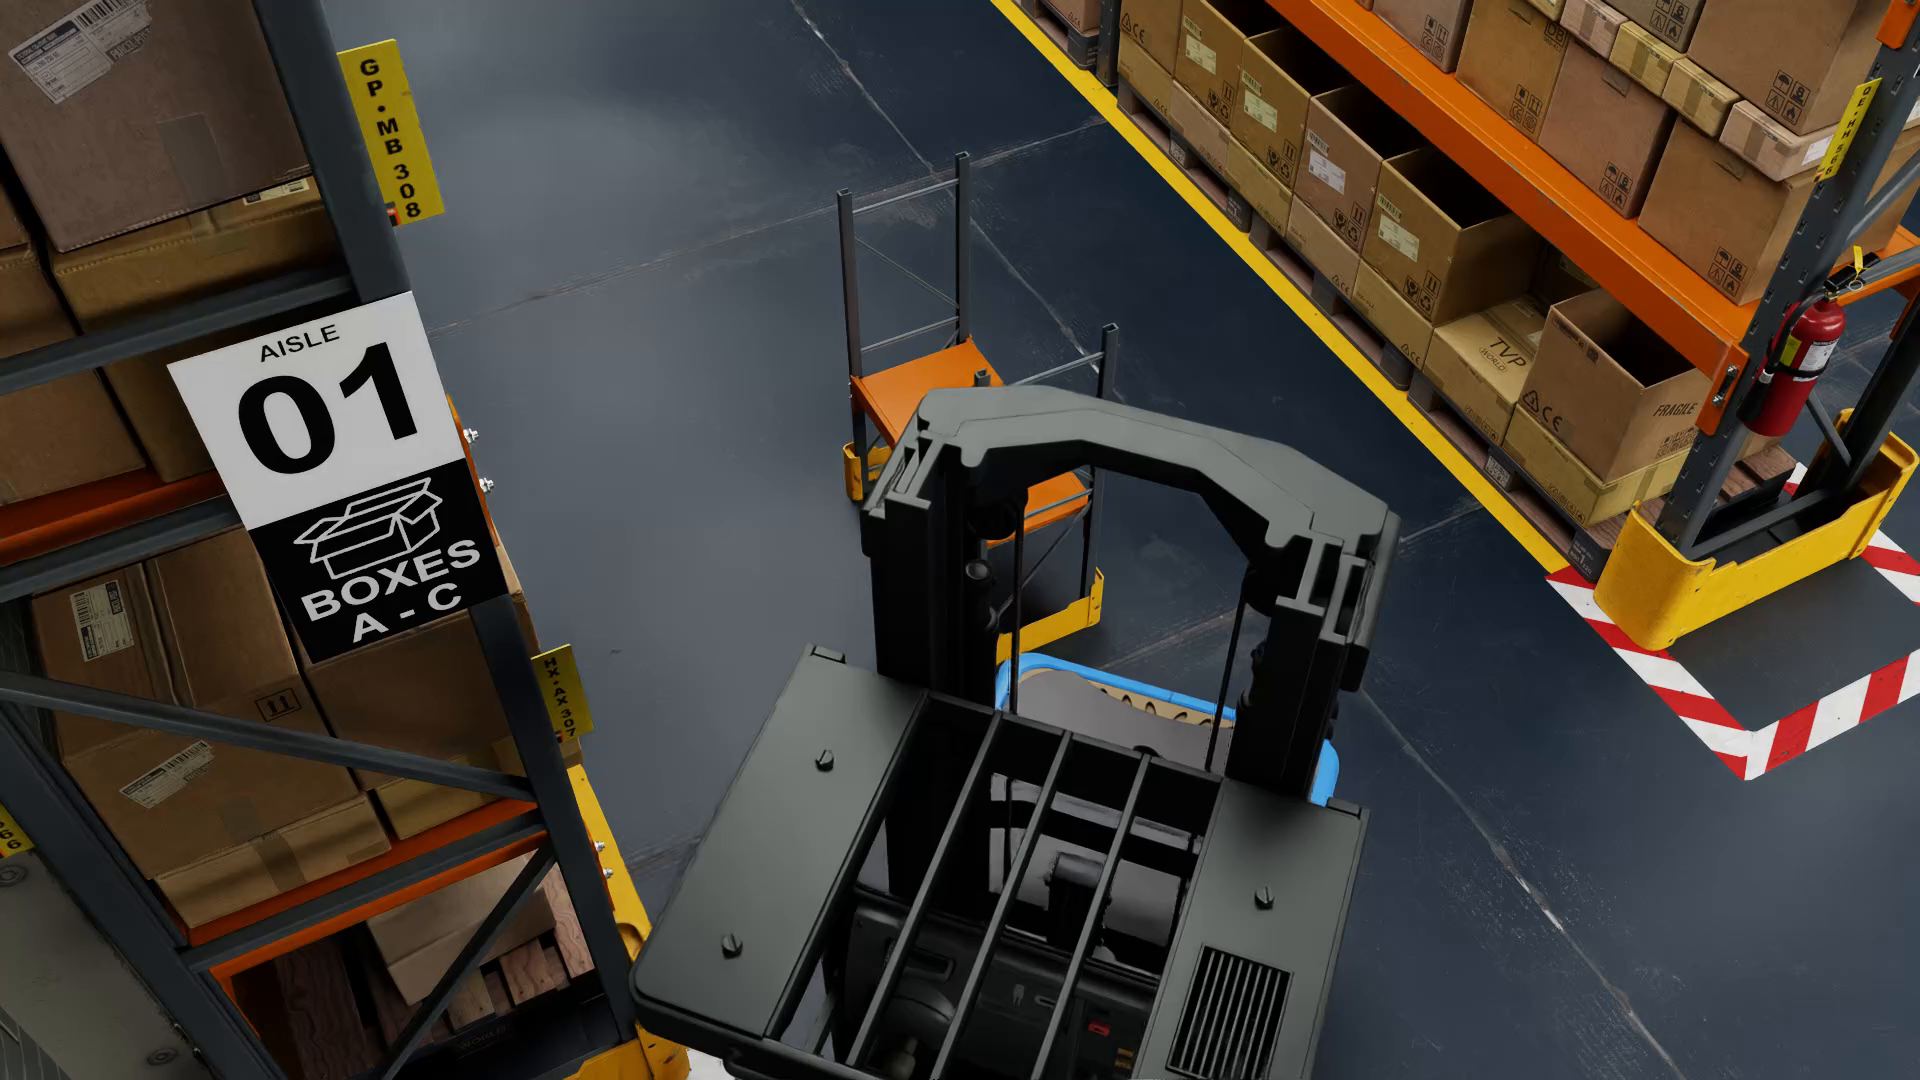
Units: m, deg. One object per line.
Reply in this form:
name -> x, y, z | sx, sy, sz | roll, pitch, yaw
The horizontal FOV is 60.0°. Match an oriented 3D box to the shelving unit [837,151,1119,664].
shelving unit -> 0.035, -0.443, 6.033 | 0.587, 1.500, 1.083 | -21, 52, -18

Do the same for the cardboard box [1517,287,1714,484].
cardboard box -> 2.508, -0.620, 6.241 | 0.500, 0.500, 0.500 | -21, 52, -18

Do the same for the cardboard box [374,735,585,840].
cardboard box -> -1.326, 0.432, 4.358 | 0.500, 0.250, 0.500 | -23, 53, -19

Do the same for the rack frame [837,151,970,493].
rack frame -> -0.194, -0.777, 6.326 | 0.500, 1.500, 0.032 | -21, 52, -18

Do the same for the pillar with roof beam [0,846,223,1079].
pillar with roof beam -> 1.354, -2.803, 3.116 | 9.100, 9.000, 0.400 | -21, 52, -18

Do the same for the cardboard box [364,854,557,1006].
cardboard box -> -1.621, 1.072, 5.207 | 0.500, 0.311, 0.500 | -27, 54, -21

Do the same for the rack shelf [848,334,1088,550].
rack shelf -> 0.039, -0.318, 6.164 | 0.538, 0.185, 1.000 | -21, 52, -18

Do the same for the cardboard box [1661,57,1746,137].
cardboard box -> 2.553, -1.495, 5.460 | 0.380, 0.149, 0.250 | -20, 52, -17

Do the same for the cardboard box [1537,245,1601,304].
cardboard box -> 2.740, -1.133, 6.690 | 0.500, 0.500, 0.500 | -21, 52, -18

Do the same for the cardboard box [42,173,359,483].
cardboard box -> -1.316, -0.512, 3.025 | 0.500, 0.500, 0.500 | -20, 52, -17

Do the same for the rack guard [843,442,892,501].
rack guard -> -0.193, -0.365, 6.795 | 0.587, 0.250, 0.087 | -21, 52, -18

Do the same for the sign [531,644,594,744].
sign -> -0.902, 0.353, 3.766 | 0.100, 0.325, 0.005 | -21, 52, -18

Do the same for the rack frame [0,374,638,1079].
rack frame -> -1.385, 0.825, 3.928 | 1.000, 3.000, 0.127 | -21, 52, -18

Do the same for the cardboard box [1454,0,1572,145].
cardboard box -> 2.349, -1.917, 6.260 | 0.700, 0.500, 0.500 | -21, 52, -17

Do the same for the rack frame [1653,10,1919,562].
rack frame -> 3.018, -0.883, 5.422 | 1.000, 3.000, 0.127 | -21, 52, -18

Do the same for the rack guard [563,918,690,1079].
rack guard -> -1.420, 1.597, 4.913 | 1.175, 0.500, 0.348 | -21, 52, -18

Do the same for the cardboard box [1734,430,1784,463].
cardboard box -> 2.970, -0.552, 6.680 | 0.500, 0.250, 0.500 | -21, 52, -18

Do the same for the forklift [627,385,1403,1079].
forklift -> 0.111, 1.226, 3.623 | 1.130, 2.935, 3.031 | 15, 51, 13

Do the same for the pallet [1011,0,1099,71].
pallet -> 0.816, -3.122, 9.233 | 1.003, 0.211, 1.213 | -21, 52, -18

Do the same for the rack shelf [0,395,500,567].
rack shelf -> -2.300, -1.264, 4.240 | 1.077, 0.370, 4.000 | -21, 52, -18

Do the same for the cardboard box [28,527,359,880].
cardboard box -> -1.790, 0.379, 3.907 | 0.500, 0.500, 0.500 | -22, 52, -18

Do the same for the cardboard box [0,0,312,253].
cardboard box -> -1.345, -0.872, 2.676 | 0.500, 0.500, 0.500 | -25, 53, -20

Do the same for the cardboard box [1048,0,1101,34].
cardboard box -> 0.740, -2.971, 8.796 | 0.500, 0.250, 0.500 | -22, 52, -18

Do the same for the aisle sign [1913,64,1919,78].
aisle sign -> 2.787, -1.594, 4.317 | 0.394, 0.787, 0.004 | -21, 52, -18

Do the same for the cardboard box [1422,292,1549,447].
cardboard box -> 2.270, -0.704, 6.813 | 0.500, 0.250, 0.500 | -21, 52, -18

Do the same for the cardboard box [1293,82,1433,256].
cardboard box -> 1.810, -1.619, 7.115 | 0.500, 0.500, 0.500 | -21, 52, -18

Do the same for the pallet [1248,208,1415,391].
pallet -> 2.077, -1.278, 7.620 | 1.003, 0.211, 1.213 | -21, 52, -18

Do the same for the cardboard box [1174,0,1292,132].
cardboard box -> 1.357, -2.290, 7.703 | 0.500, 0.500, 0.500 | -21, 52, -18

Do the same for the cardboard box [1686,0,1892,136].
cardboard box -> 2.792, -1.696, 5.205 | 0.700, 0.500, 0.500 | -21, 52, -17

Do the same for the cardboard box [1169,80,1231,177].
cardboard box -> 1.355, -2.042, 7.984 | 0.500, 0.250, 0.500 | -21, 52, -18

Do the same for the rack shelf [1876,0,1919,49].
rack shelf -> 2.103, -2.973, 5.735 | 1.077, 0.370, 4.000 | -21, 52, -18

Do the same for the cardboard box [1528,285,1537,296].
cardboard box -> 2.510, -1.220, 7.265 | 0.500, 0.250, 0.500 | -21, 52, -18

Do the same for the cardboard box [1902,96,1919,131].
cardboard box -> 3.030, -1.467, 5.435 | 0.380, 0.149, 0.250 | -22, 52, -18

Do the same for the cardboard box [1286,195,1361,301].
cardboard box -> 1.813, -1.373, 7.399 | 0.500, 0.250, 0.500 | -21, 52, -18

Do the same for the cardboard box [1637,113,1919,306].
cardboard box -> 2.816, -1.233, 5.662 | 0.700, 0.500, 0.500 | -21, 52, -18
